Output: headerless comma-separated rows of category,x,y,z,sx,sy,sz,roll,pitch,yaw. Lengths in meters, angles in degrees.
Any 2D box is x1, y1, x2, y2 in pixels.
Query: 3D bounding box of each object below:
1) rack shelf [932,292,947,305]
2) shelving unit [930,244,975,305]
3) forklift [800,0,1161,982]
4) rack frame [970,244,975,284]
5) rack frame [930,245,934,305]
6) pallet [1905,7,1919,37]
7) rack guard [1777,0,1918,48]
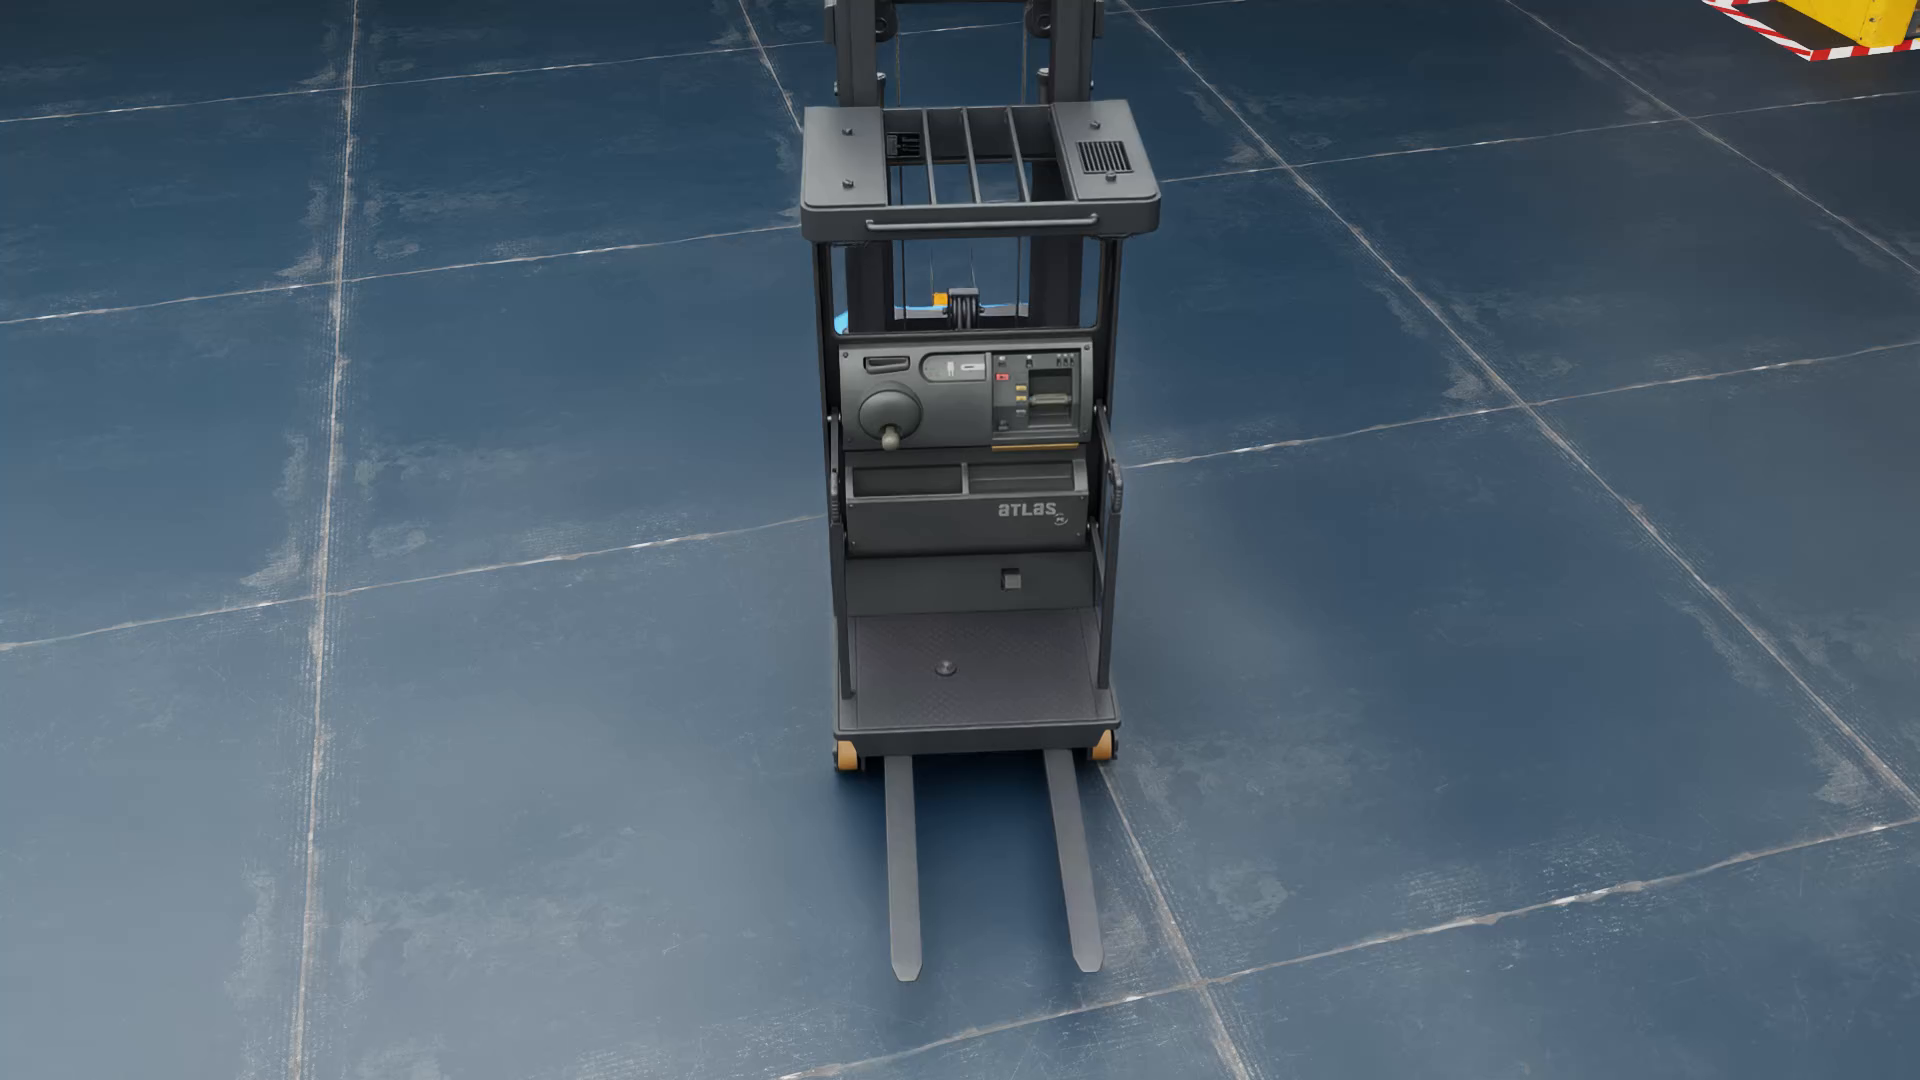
rack shelf,-0.034,-1.036,7.597,0.180,0.103,0.258,-2,37,-3
shelving unit,-0.034,-0.785,7.788,0.189,1.200,0.258,-2,37,-3
forklift,0.040,-0.462,5.942,1.130,2.935,3.031,-2,37,-3
rack frame,0.057,-0.788,7.792,0.006,1.200,0.240,-2,37,-3
rack frame,-0.126,-0.781,7.783,0.006,1.200,0.240,-2,37,-3
pallet,7.659,-4.335,13.243,1.213,0.211,1.003,-9,38,-12
rack guard,6.909,-4.300,12.960,0.348,0.500,1.175,-9,38,-12
